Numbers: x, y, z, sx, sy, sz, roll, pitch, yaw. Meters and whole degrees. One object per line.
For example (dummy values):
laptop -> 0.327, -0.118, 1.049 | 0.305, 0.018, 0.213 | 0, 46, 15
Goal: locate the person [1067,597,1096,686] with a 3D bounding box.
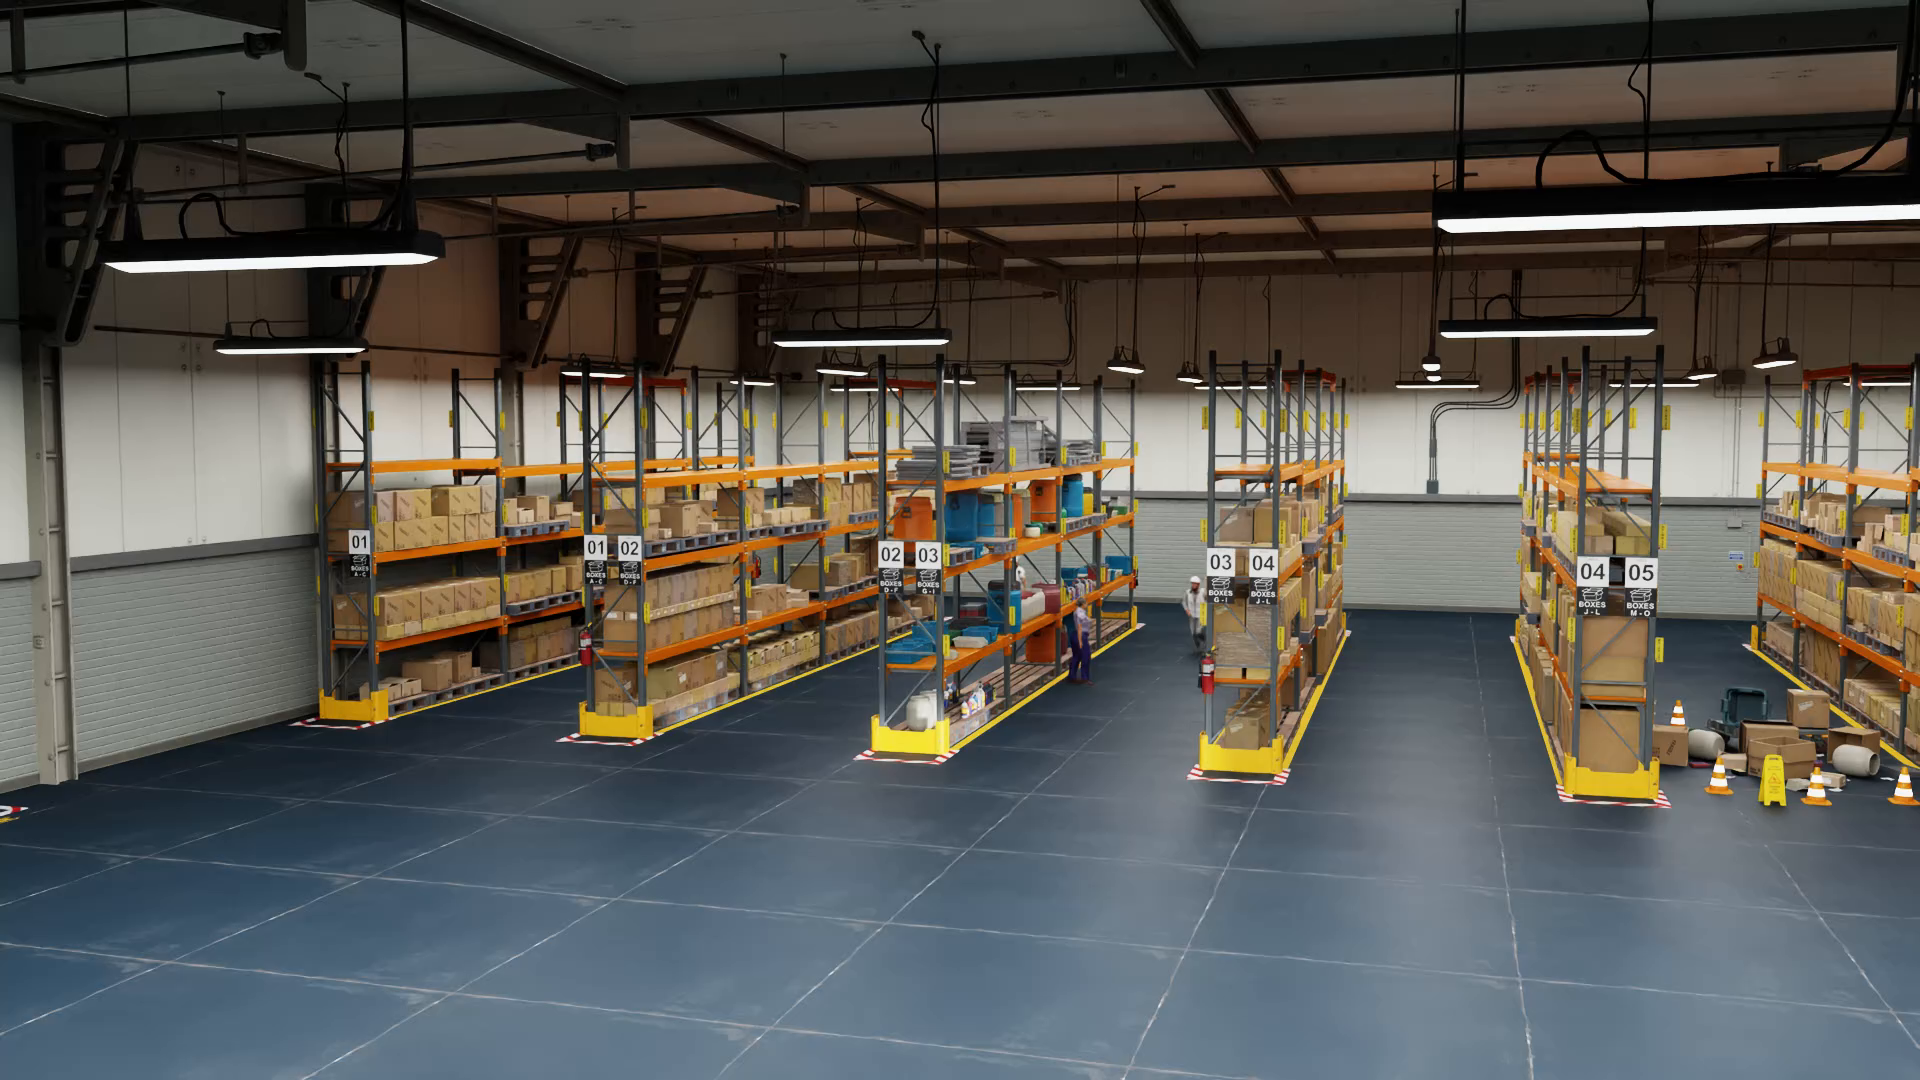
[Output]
person -> 2.310, 1.939, 31.701 | 0.511, 1.671, 0.549 | -1, 4, -7

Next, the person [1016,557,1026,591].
person -> 1.393, 1.227, 41.392 | 0.519, 1.605, 1.034 | 1, 4, 13

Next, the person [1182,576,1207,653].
person -> 5.138, 1.605, 35.796 | 0.691, 1.684, 0.719 | 2, 4, 24
